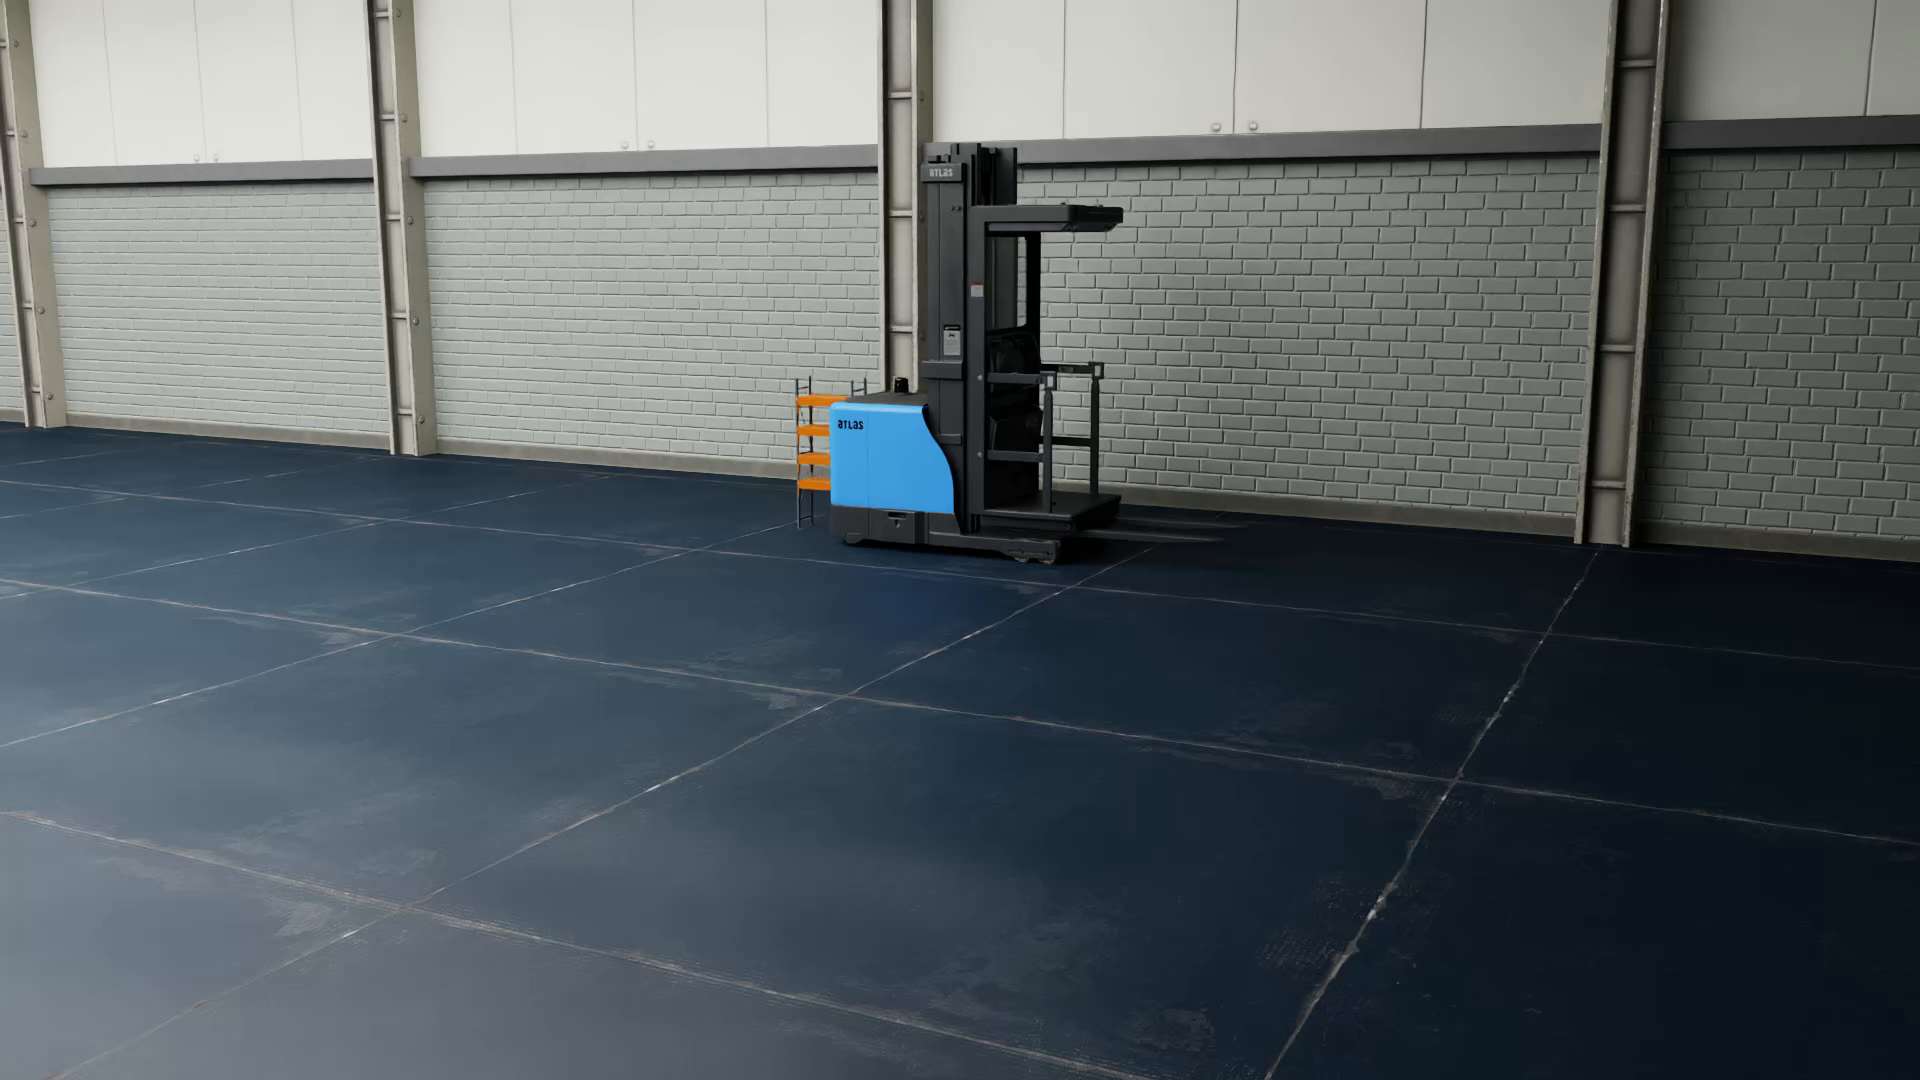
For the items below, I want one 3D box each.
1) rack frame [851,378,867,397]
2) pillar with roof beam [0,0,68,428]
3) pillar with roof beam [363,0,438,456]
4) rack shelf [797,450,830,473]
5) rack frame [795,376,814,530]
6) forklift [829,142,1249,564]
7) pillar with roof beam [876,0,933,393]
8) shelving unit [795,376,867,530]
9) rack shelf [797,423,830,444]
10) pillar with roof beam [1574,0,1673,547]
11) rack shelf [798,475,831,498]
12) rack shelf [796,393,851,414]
[{"bbox_3d":[-0.784,-0.653,12.969,0.015,1.200,0.240,5,11,24],"label":"rack frame"},{"bbox_3d":[-13.149,-5.144,15.886,0.400,9.000,9.100,5,11,26],"label":"pillar with roof beam"},{"bbox_3d":[-7.768,-4.671,13.274,0.400,9.000,9.100,5,11,26],"label":"pillar with roof beam"},{"bbox_3d":[-1.007,-0.604,13.079,0.480,0.148,0.258,5,11,24],"label":"rack shelf"},{"bbox_3d":[-1.230,-0.688,13.165,0.015,1.200,0.240,5,11,24],"label":"rack frame"},{"bbox_3d":[0.575,-1.379,12.118,3.031,2.935,1.130,5,11,24],"label":"forklift"},{"bbox_3d":[-2.387,-4.199,10.661,0.400,9.000,9.100,5,11,26],"label":"pillar with roof beam"},{"bbox_3d":[-1.007,-0.671,13.067,0.503,1.200,0.258,5,11,24],"label":"shelving unit"},{"bbox_3d":[-1.007,-0.825,13.039,0.480,0.148,0.258,5,11,24],"label":"rack shelf"},{"bbox_3d":[2.993,-3.726,8.049,0.400,9.000,9.100,5,11,26],"label":"pillar with roof beam"},{"bbox_3d":[-1.007,-0.409,13.114,0.480,0.148,0.258,5,11,24],"label":"rack shelf"},{"bbox_3d":[-1.007,-1.057,12.997,0.480,0.148,0.258,5,11,24],"label":"rack shelf"}]
